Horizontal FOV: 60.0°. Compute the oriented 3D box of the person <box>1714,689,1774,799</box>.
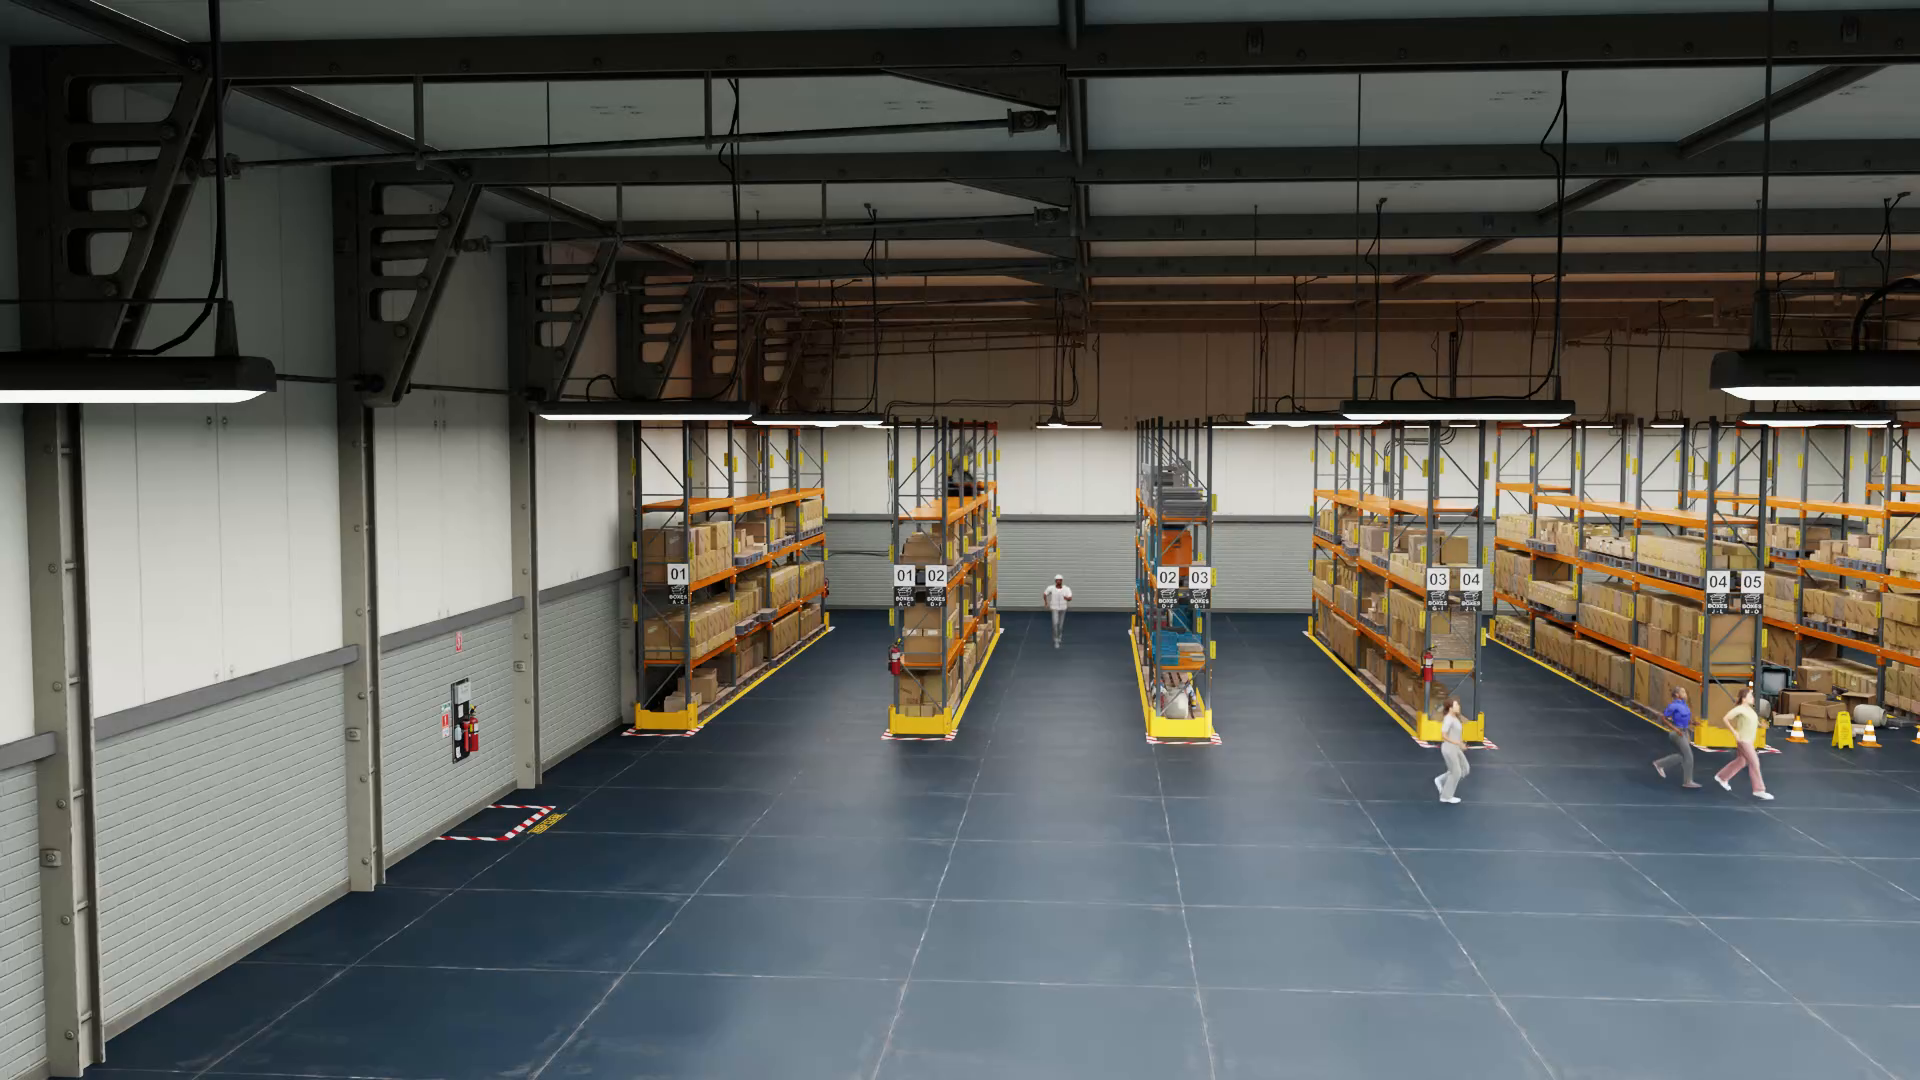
[{"bbox_3d":[12.282,3.157,26.013,0.577,1.663,0.947,-4,5,-44],"label":"person"}]

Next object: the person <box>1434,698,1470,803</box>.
[{"bbox_3d":[7.566,3.235,25.584,0.553,1.624,0.541,2,4,30],"label":"person"}]

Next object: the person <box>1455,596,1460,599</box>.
[{"bbox_3d":[13.491,1.959,45.487,0.678,1.596,0.608,1,4,14],"label":"person"}]

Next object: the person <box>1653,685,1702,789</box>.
[{"bbox_3d":[11.592,3.161,26.821,0.774,1.609,0.588,4,5,44],"label":"person"}]

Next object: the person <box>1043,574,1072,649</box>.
[{"bbox_3d":[2.498,1.793,42.127,0.677,1.846,0.768,-1,4,-9],"label":"person"}]
